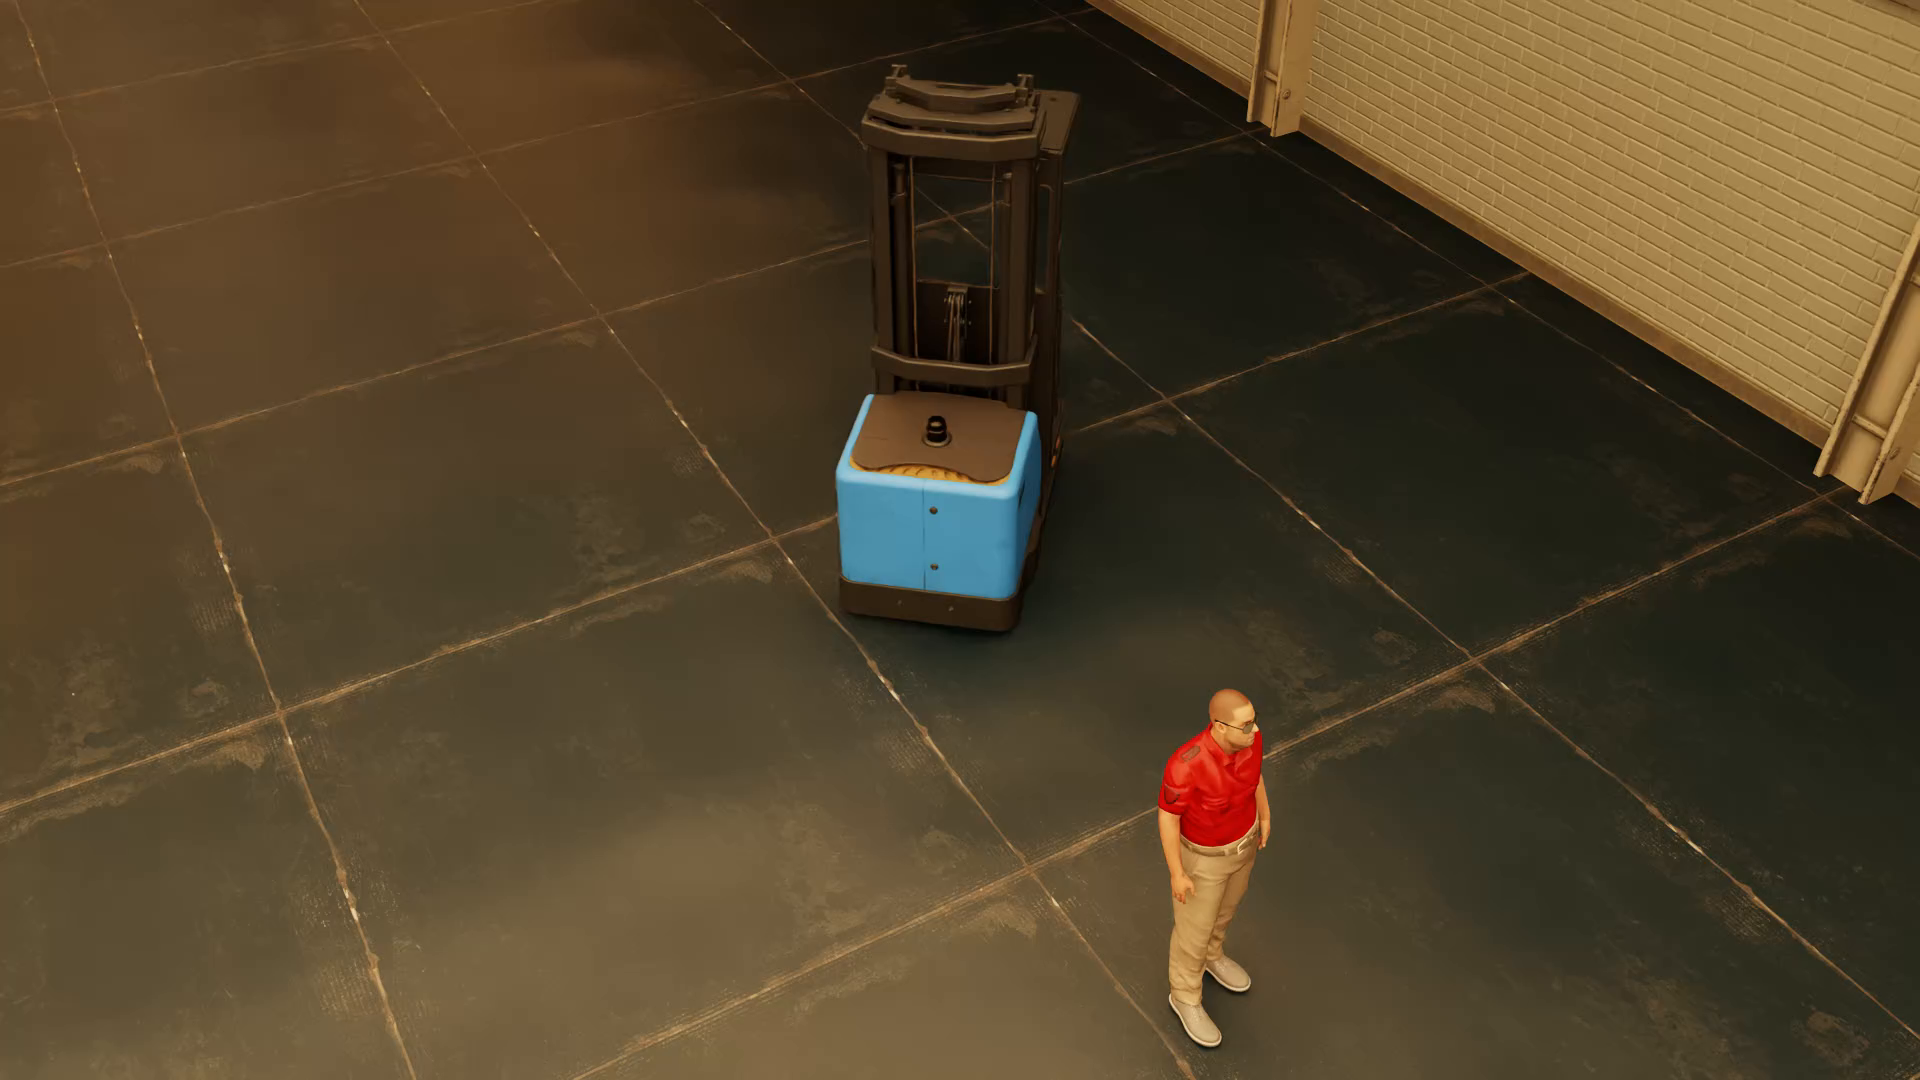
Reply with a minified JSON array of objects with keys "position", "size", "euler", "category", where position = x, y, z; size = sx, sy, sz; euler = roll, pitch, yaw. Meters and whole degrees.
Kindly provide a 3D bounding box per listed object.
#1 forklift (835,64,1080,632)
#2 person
[{"position":[0.073,-1.545,9.898],"size":[1.130,2.935,3.031],"euler":[7,40,8],"category":"forklift"},{"position":[1.182,1.395,7.284],"size":[0.640,1.727,0.551],"euler":[-29,48,-31],"category":"person"}]
